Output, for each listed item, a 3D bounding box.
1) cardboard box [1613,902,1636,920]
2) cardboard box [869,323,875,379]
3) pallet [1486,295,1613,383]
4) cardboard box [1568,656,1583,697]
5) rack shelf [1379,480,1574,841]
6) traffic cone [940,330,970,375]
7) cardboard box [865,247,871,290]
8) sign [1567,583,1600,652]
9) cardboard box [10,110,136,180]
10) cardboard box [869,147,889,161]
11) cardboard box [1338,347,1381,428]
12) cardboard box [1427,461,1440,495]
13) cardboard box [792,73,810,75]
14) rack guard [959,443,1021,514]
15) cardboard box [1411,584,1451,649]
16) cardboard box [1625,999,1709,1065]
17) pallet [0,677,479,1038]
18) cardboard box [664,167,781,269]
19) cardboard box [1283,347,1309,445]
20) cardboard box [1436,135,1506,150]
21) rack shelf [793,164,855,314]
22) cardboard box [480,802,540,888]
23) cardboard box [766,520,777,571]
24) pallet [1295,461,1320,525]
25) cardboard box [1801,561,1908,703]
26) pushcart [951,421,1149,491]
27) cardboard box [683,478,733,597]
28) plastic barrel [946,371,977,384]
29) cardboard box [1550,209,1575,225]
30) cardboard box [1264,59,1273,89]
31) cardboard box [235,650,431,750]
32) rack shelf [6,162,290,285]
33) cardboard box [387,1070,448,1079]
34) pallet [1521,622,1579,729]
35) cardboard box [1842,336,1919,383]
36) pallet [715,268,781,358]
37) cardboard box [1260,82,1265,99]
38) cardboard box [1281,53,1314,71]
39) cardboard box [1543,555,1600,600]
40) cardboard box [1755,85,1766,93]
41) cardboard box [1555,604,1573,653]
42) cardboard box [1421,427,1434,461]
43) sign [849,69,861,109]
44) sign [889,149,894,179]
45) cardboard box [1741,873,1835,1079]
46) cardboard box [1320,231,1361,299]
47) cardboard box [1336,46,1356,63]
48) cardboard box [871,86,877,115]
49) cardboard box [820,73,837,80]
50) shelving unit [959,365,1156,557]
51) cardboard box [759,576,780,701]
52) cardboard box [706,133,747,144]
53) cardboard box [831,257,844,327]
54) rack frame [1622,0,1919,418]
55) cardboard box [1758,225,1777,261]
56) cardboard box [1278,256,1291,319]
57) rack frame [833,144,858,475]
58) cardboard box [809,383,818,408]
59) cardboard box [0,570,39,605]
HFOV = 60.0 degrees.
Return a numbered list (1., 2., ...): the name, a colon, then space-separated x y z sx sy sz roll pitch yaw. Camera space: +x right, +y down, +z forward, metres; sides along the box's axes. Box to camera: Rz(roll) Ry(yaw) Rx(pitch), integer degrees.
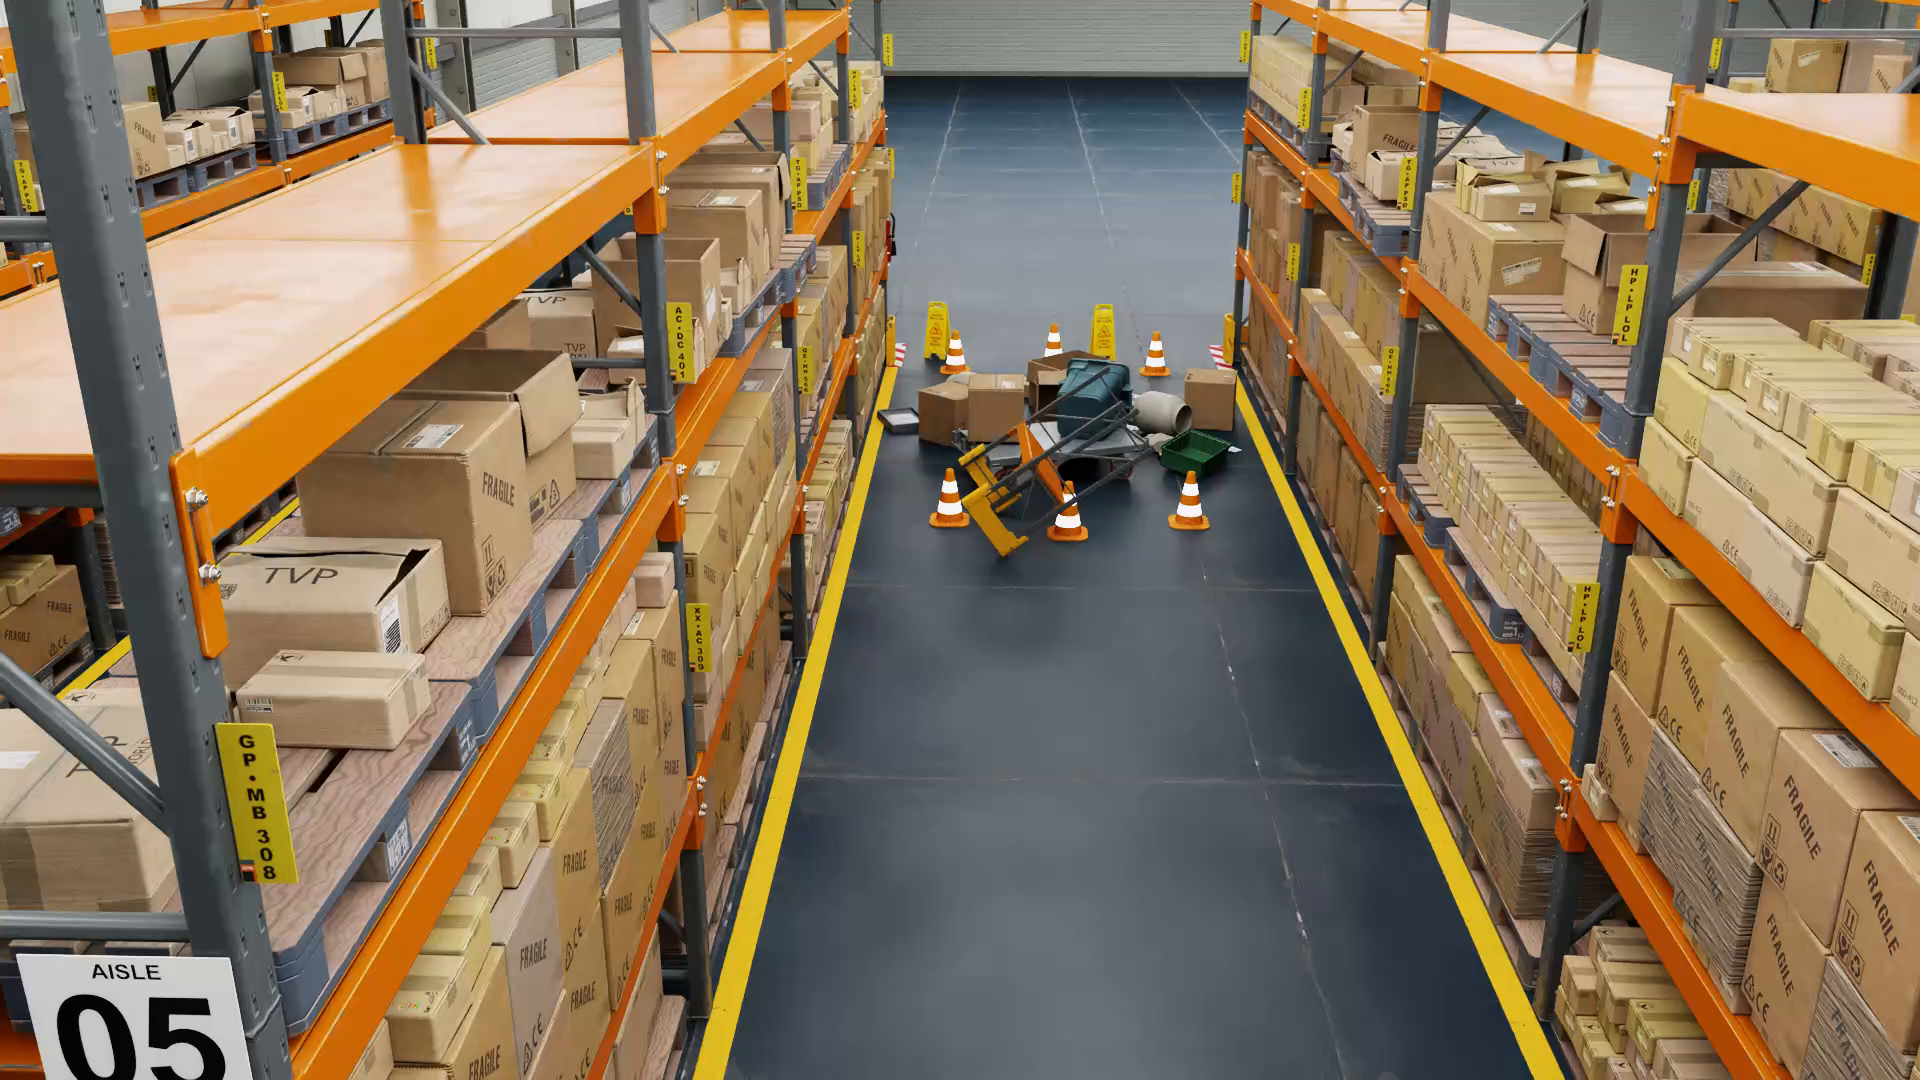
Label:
1. cardboard box: 3.544 1.587 8.461 0.500 0.500 0.500 1 21 4
2. cardboard box: -1.141 -1.884 16.714 0.500 0.500 0.500 2 21 4
3. pallet: 3.411 -1.026 8.433 1.213 0.211 1.003 1 21 2
4. cardboard box: 3.071 0.657 7.748 0.380 0.149 0.250 0 21 0
5. rack shelf: 3.318 0.494 9.397 1.077 0.370 4.000 1 21 2
6. traffic cone: -0.053 -2.123 18.653 0.336 0.463 0.334 1 21 2
7. cardboard box: -1.138 -2.733 16.170 0.500 0.500 0.500 0 21 1
8. sign: 2.702 0.337 7.206 0.100 0.325 0.005 1 21 2
9. cardboard box: -6.353 -2.766 11.801 0.700 0.500 0.500 0 21 1
10. cardboard box: -1.126 -3.939 17.897 0.700 0.500 0.500 0 21 0
11. cardboard box: 3.156 -1.138 12.471 0.500 0.500 0.500 0 21 1
12. cardboard box: 3.155 -0.387 10.439 0.380 0.149 0.250 2 21 4
13. cardboard box: -1.688 -4.547 16.492 0.380 0.149 0.250 1 21 3
14. rack guard: 0.259 -0.528 14.298 0.250 0.587 0.087 -33 19 11
15. cardboard box: 3.100 0.485 10.263 0.500 0.250 0.500 0 21 1
16. cardboard box: 3.013 2.051 6.928 0.380 0.149 0.250 0 21 1
17. pallet: -1.803 0.685 3.887 1.003 0.211 1.213 1 21 2
18. cardboard box: -1.412 -1.863 9.612 0.700 0.500 0.500 0 21 -1
19. cardboard box: 3.589 -1.443 15.751 0.875 0.875 0.875 1 21 2
20. cardboard box: 3.651 -2.790 12.124 0.500 0.311 0.500 0 21 1
21. rack shelf: -1.511 -2.369 12.628 1.077 0.370 4.000 1 21 2
22. cardboard box: -1.474 0.901 4.937 0.380 0.149 0.250 1 21 2
23. cardboard box: -1.359 0.040 9.780 0.500 0.250 0.500 0 21 1
24. pallet: 3.552 -0.431 14.641 1.003 0.211 1.213 1 21 2
25. cardboard box: 2.918 0.276 5.025 0.500 0.250 0.500 2 21 4
26. pushcart: 0.830 -0.799 15.361 1.648 0.377 0.936 -7 22 -17
27. cardboard box: -1.405 0.011 8.127 0.500 0.500 0.500 1 21 1
28. plastic barrel: 0.122 -1.510 17.130 0.512 0.421 0.421 18 27 38
29. cardboard box: 3.613 -1.619 9.564 0.500 0.500 0.500 1 21 2
30. cardboard box: 3.322 -4.629 16.536 0.500 0.250 0.500 0 21 1
31. cardboard box: -1.553 0.395 4.138 0.380 0.149 0.250 1 21 4
32. rack shelf: -6.473 -2.422 12.765 1.077 0.370 4.000 1 21 2
33. cardboard box: -1.516 1.627 3.962 0.500 0.500 0.500 0 21 0
34. pallet: 3.426 0.696 8.146 1.003 0.211 1.213 1 21 2
35. cardboard box: 3.523 -0.654 6.179 0.380 0.149 0.250 1 21 3
36. pallet: -1.570 -1.255 9.025 1.003 0.211 1.213 2 21 4
37. cardboard box: 3.269 -4.586 16.977 0.380 0.149 0.250 1 21 2
38. cardboard box: 3.232 -4.498 15.649 0.380 0.149 0.250 0 21 1
39. cardboard box: 3.091 0.188 8.136 0.380 0.149 0.250 0 21 0
40. cardboard box: 8.268 -4.500 16.784 0.380 0.149 0.250 1 21 4
41. cardboard box: 3.078 0.423 7.941 0.380 0.149 0.250 1 21 2
42. cardboard box: 3.163 -0.609 10.602 0.380 0.149 0.250 2 21 4
43. sign: -0.896 -3.847 14.185 0.100 0.325 0.005 1 21 2
44. sign: -0.775 -4.149 18.331 0.100 0.325 0.005 1 21 2
45. cardboard box: 2.944 1.428 5.447 0.500 0.500 0.500 2 21 4
46. cardboard box: 3.491 -2.344 14.196 0.700 0.500 0.500 0 21 1
47. cardboard box: 3.912 -4.767 16.342 0.380 0.149 0.250 0 21 1
48. cardboard box: -1.103 -4.385 16.626 0.500 0.250 0.500 1 21 3
49. cardboard box: -1.188 -4.543 16.483 0.380 0.149 0.250 0 21 0
50. shelving unit: 0.783 -0.681 13.714 1.500 0.587 1.083 -33 19 11
51. cardboard box: -1.676 0.461 10.844 0.875 0.875 0.875 0 21 1
52. cardboard box: -1.877 -2.981 12.837 0.500 0.250 0.500 0 21 1
53. cardboard box: -1.249 -2.061 13.857 0.500 0.500 0.500 1 21 2
54. rack frame: 3.257 -1.915 6.318 1.000 3.000 0.127 1 21 2
55. cardboard box: 8.579 -2.990 16.833 0.875 0.500 0.500 1 21 2
56. cardboard box: 3.494 -2.413 15.688 0.875 0.550 0.550 1 21 2
57. rack frame: -1.451 -2.029 14.904 1.000 3.000 0.127 1 21 2
58. cardboard box: -1.251 -1.076 12.216 0.380 0.149 0.250 1 21 2
59. cardboard box: -6.273 0.312 10.850 0.380 0.149 0.250 0 21 -1
